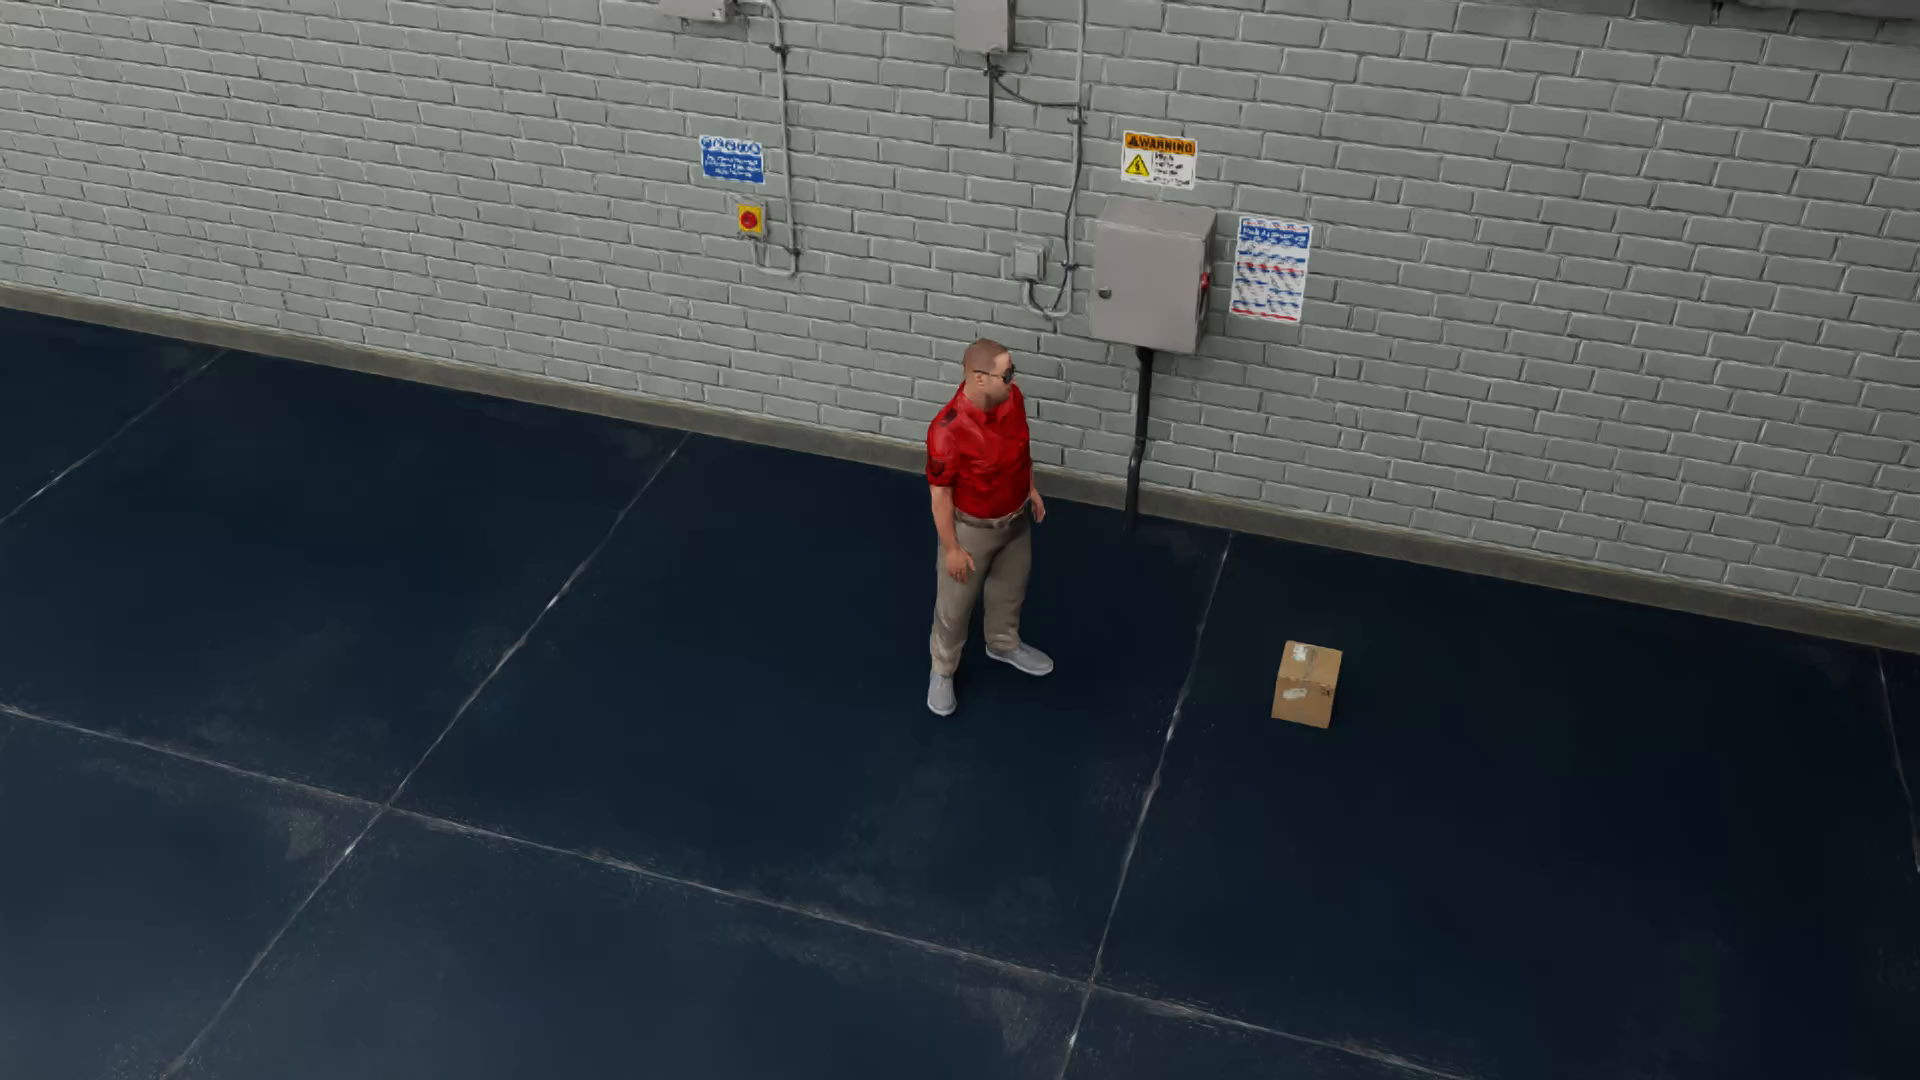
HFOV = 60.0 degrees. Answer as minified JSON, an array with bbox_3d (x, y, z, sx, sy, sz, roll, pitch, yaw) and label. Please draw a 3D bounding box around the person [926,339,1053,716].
[{"bbox_3d":[0.108,-0.072,6.960,0.396,1.733,0.656,30,46,34],"label":"person"}]
